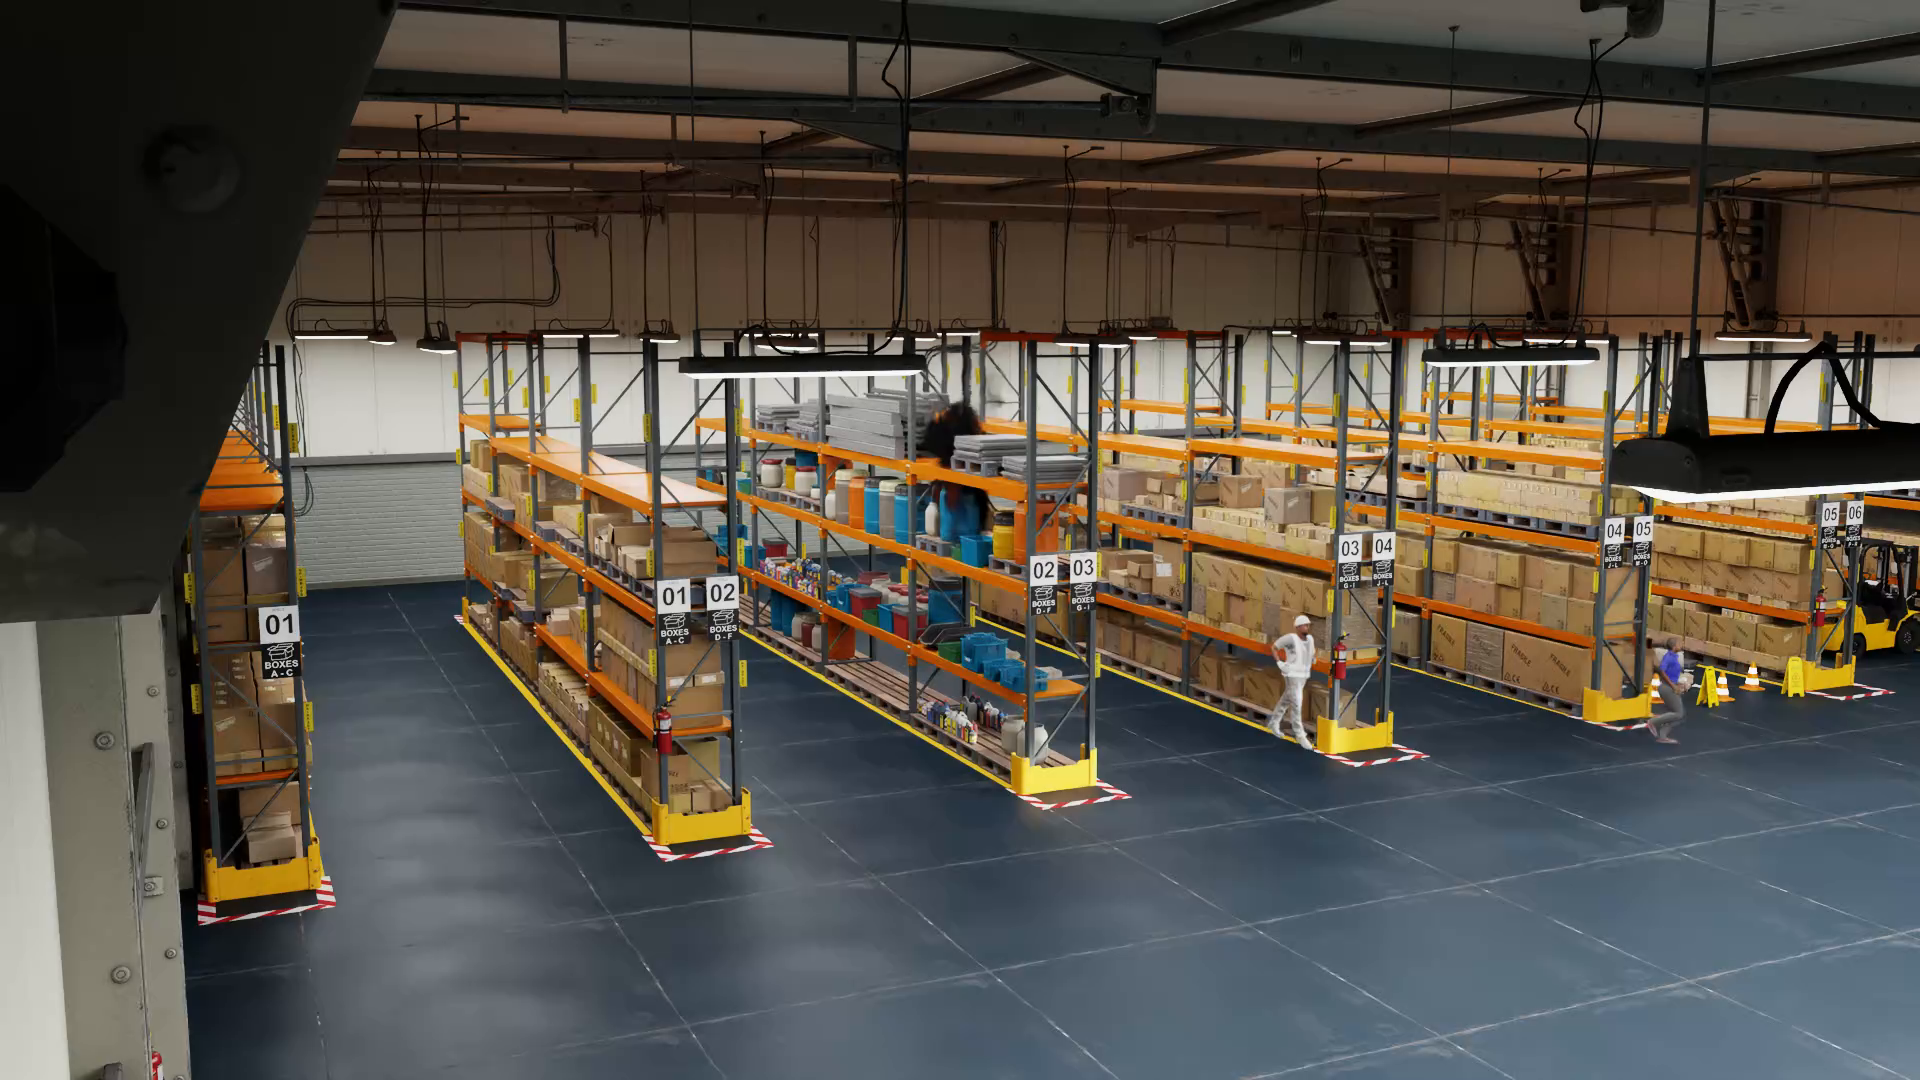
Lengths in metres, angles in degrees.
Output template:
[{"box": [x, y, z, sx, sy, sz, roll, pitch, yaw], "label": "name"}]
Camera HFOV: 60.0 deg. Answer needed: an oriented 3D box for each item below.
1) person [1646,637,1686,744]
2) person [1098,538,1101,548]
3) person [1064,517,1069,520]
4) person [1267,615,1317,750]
[{"box": [10.511, 2.226, 24.716, 0.523, 1.588, 0.590, 3, 8, 23], "label": "person"}, {"box": [3.034, 0.421, 38.093, 0.555, 1.662, 0.708, -3, 8, -20], "label": "person"}, {"box": [2.475, 0.254, 39.229, 0.609, 1.594, 0.544, -2, 8, -15], "label": "person"}, {"box": [4.806, 1.973, 23.643, 0.712, 1.826, 0.867, -7, 10, -41], "label": "person"}]
